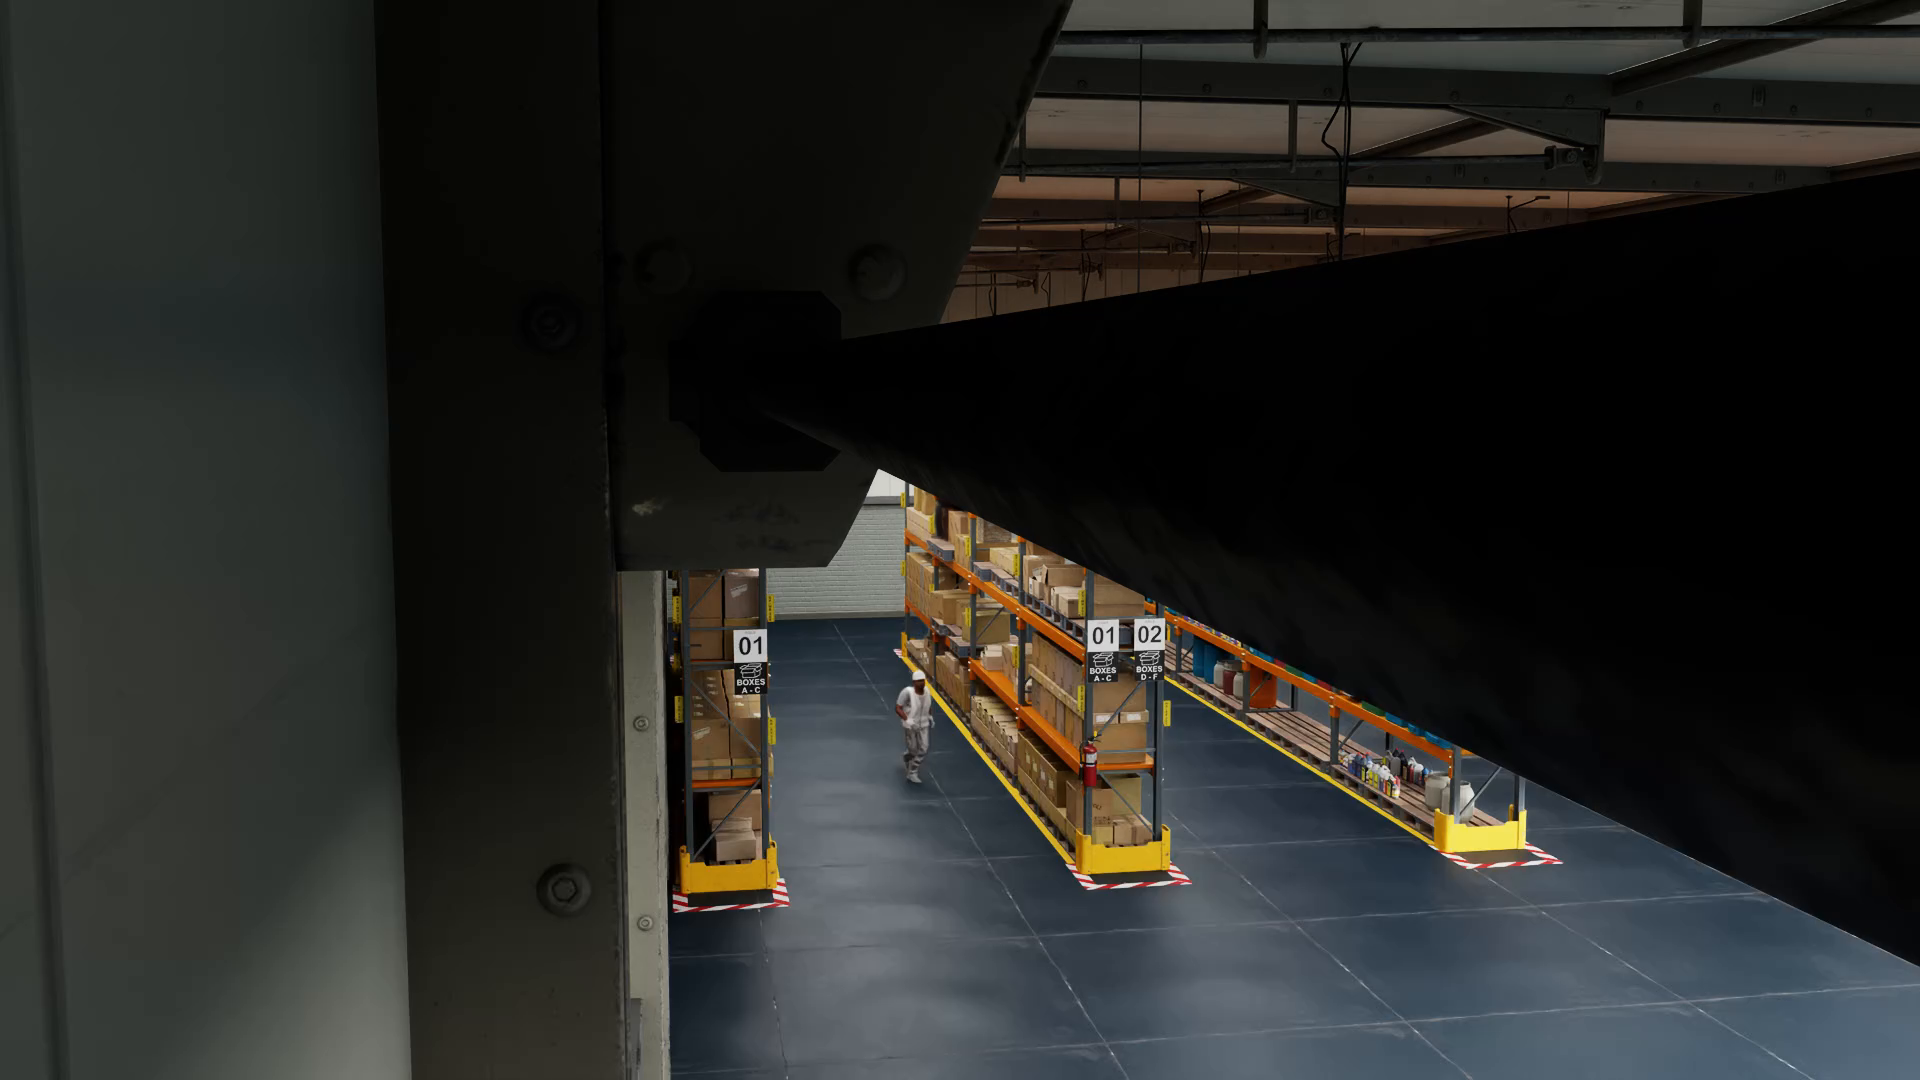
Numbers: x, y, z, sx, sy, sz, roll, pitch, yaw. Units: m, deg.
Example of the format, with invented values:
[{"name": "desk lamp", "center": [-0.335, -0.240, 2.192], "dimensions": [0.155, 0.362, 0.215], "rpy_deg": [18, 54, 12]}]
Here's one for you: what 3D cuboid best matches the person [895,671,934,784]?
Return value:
[{"name": "person", "center": [-0.725, 2.833, 25.517], "dimensions": [0.669, 1.731, 0.671], "rpy_deg": [-3, 7, -27]}]
